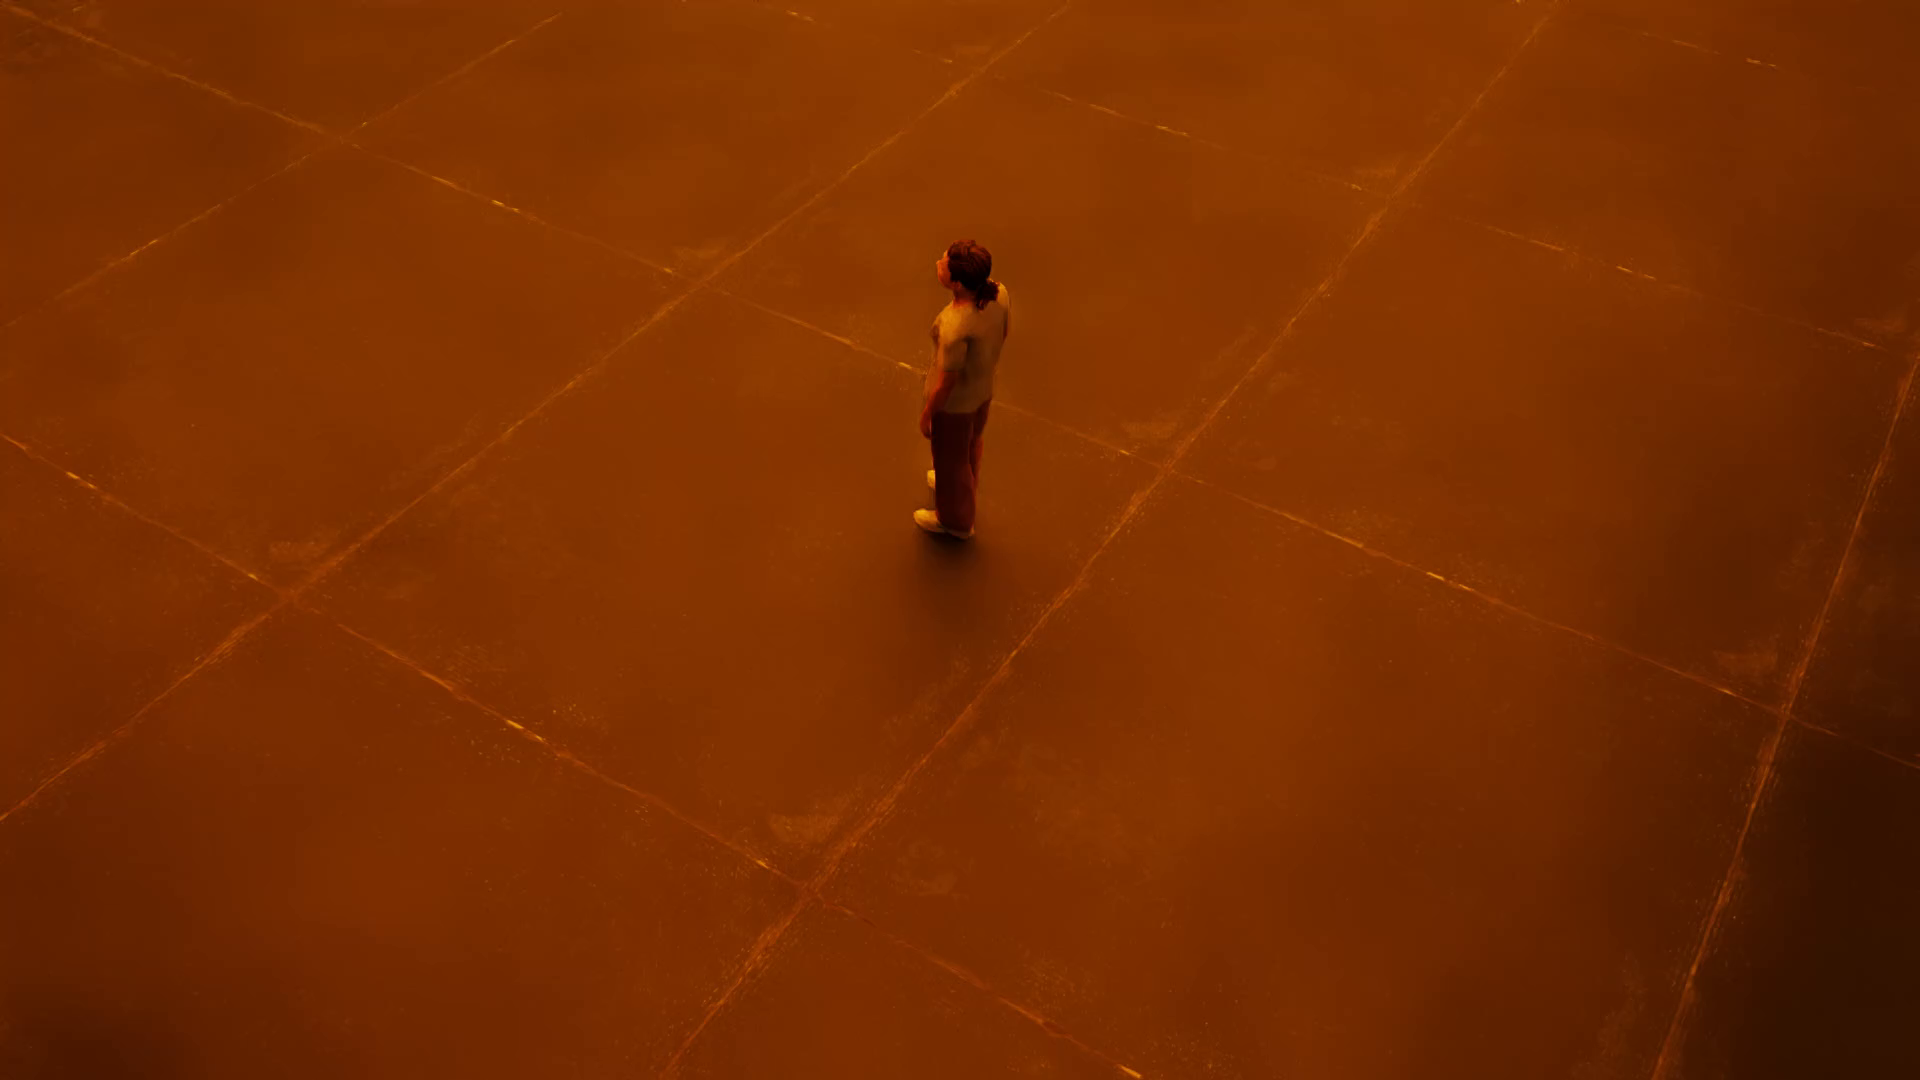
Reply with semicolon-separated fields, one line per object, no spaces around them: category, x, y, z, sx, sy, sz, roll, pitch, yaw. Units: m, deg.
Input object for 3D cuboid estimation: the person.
person;-0.056;-0.671;7.410;0.549;1.660;0.554;24;48;23
